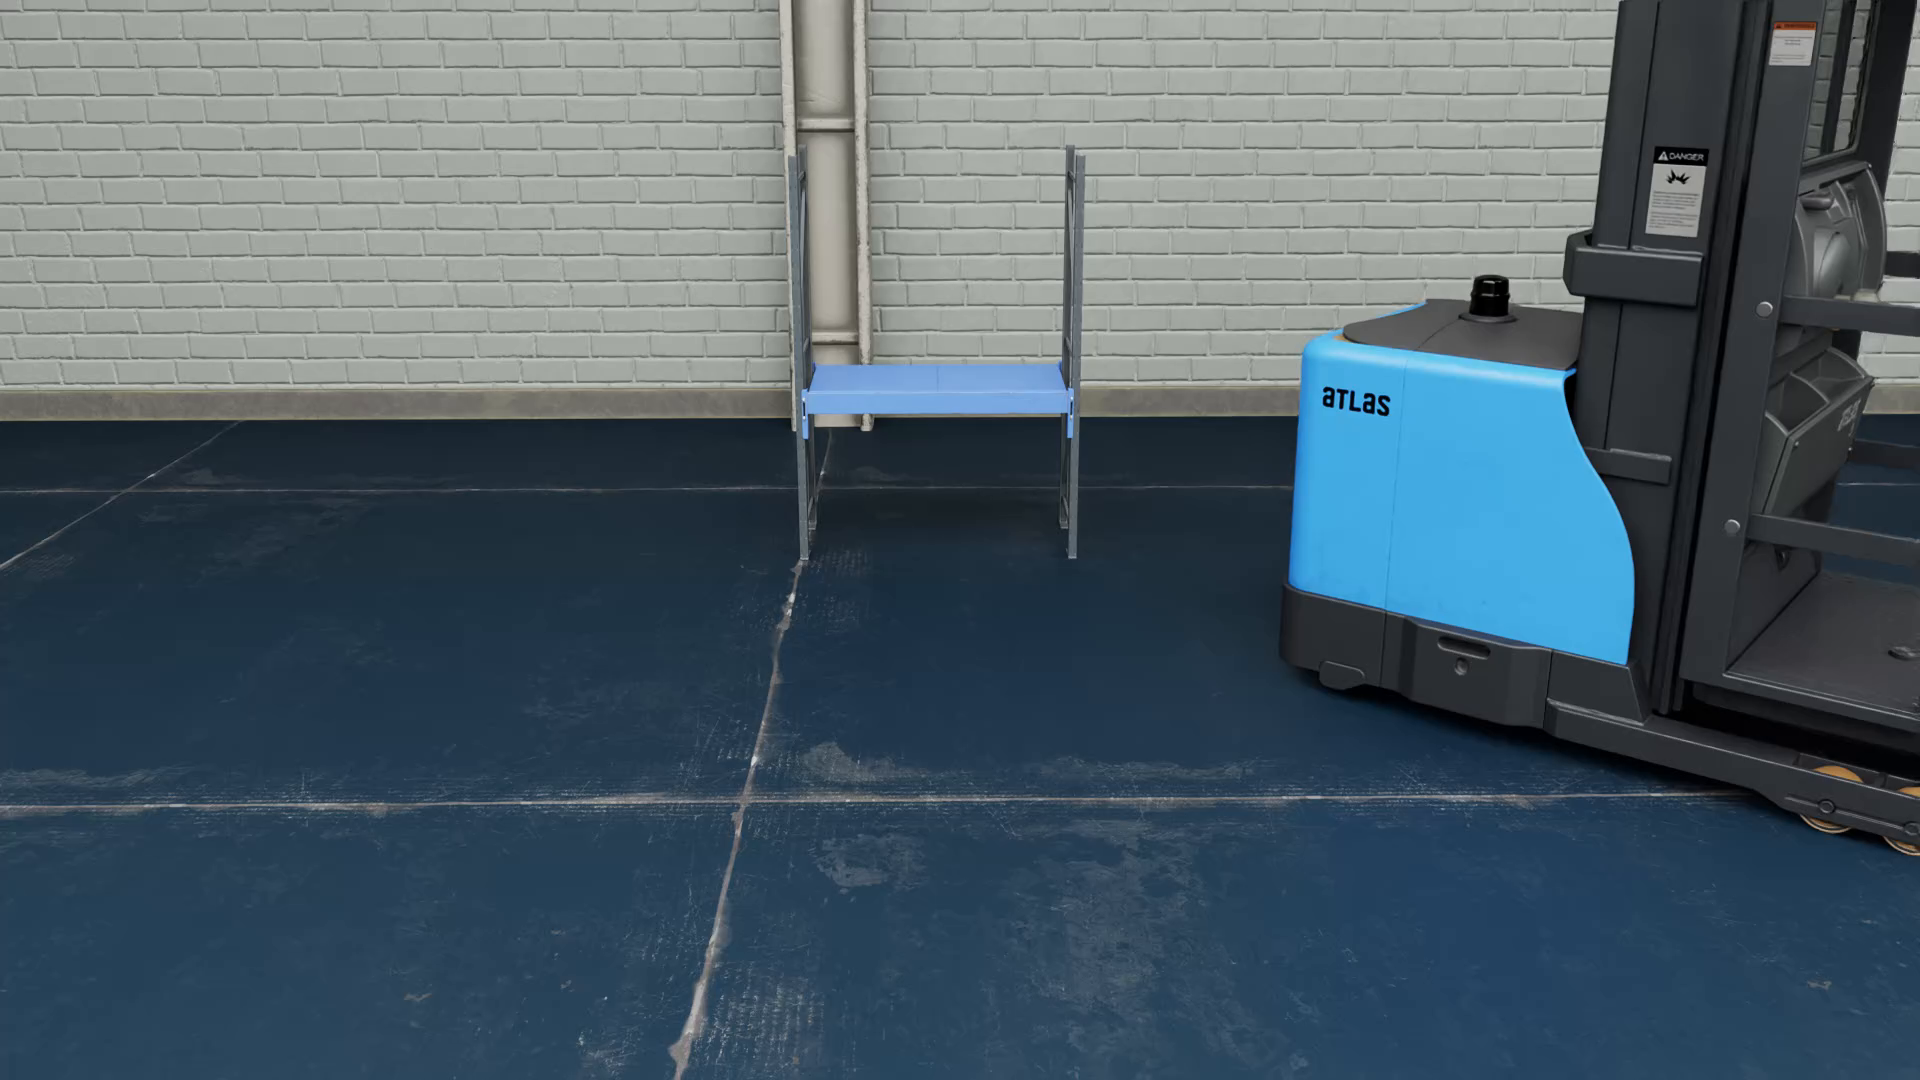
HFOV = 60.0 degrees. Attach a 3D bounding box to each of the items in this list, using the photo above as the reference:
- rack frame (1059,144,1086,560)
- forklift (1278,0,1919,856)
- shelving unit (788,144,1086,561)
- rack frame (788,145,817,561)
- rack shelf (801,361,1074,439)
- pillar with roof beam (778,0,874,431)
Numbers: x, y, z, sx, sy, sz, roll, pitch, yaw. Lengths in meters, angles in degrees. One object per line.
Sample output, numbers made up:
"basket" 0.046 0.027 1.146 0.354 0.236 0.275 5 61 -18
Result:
"rack frame" 0.423 -0.716 6.325 0.032 1.500 0.500 0 18 -1
"forklift" 2.463 -0.797 4.234 3.031 2.935 1.130 14 22 36
"shelving unit" -0.085 -0.714 6.317 1.048 1.500 0.538 0 18 -1
"rack frame" -0.594 -0.711 6.310 0.032 1.500 0.500 0 18 -1
"rack shelf" -0.085 -0.542 6.372 1.000 0.185 0.538 0 18 -1
"pillar with roof beam" -0.568 -3.557 2.904 0.400 9.000 9.100 0 18 -1
